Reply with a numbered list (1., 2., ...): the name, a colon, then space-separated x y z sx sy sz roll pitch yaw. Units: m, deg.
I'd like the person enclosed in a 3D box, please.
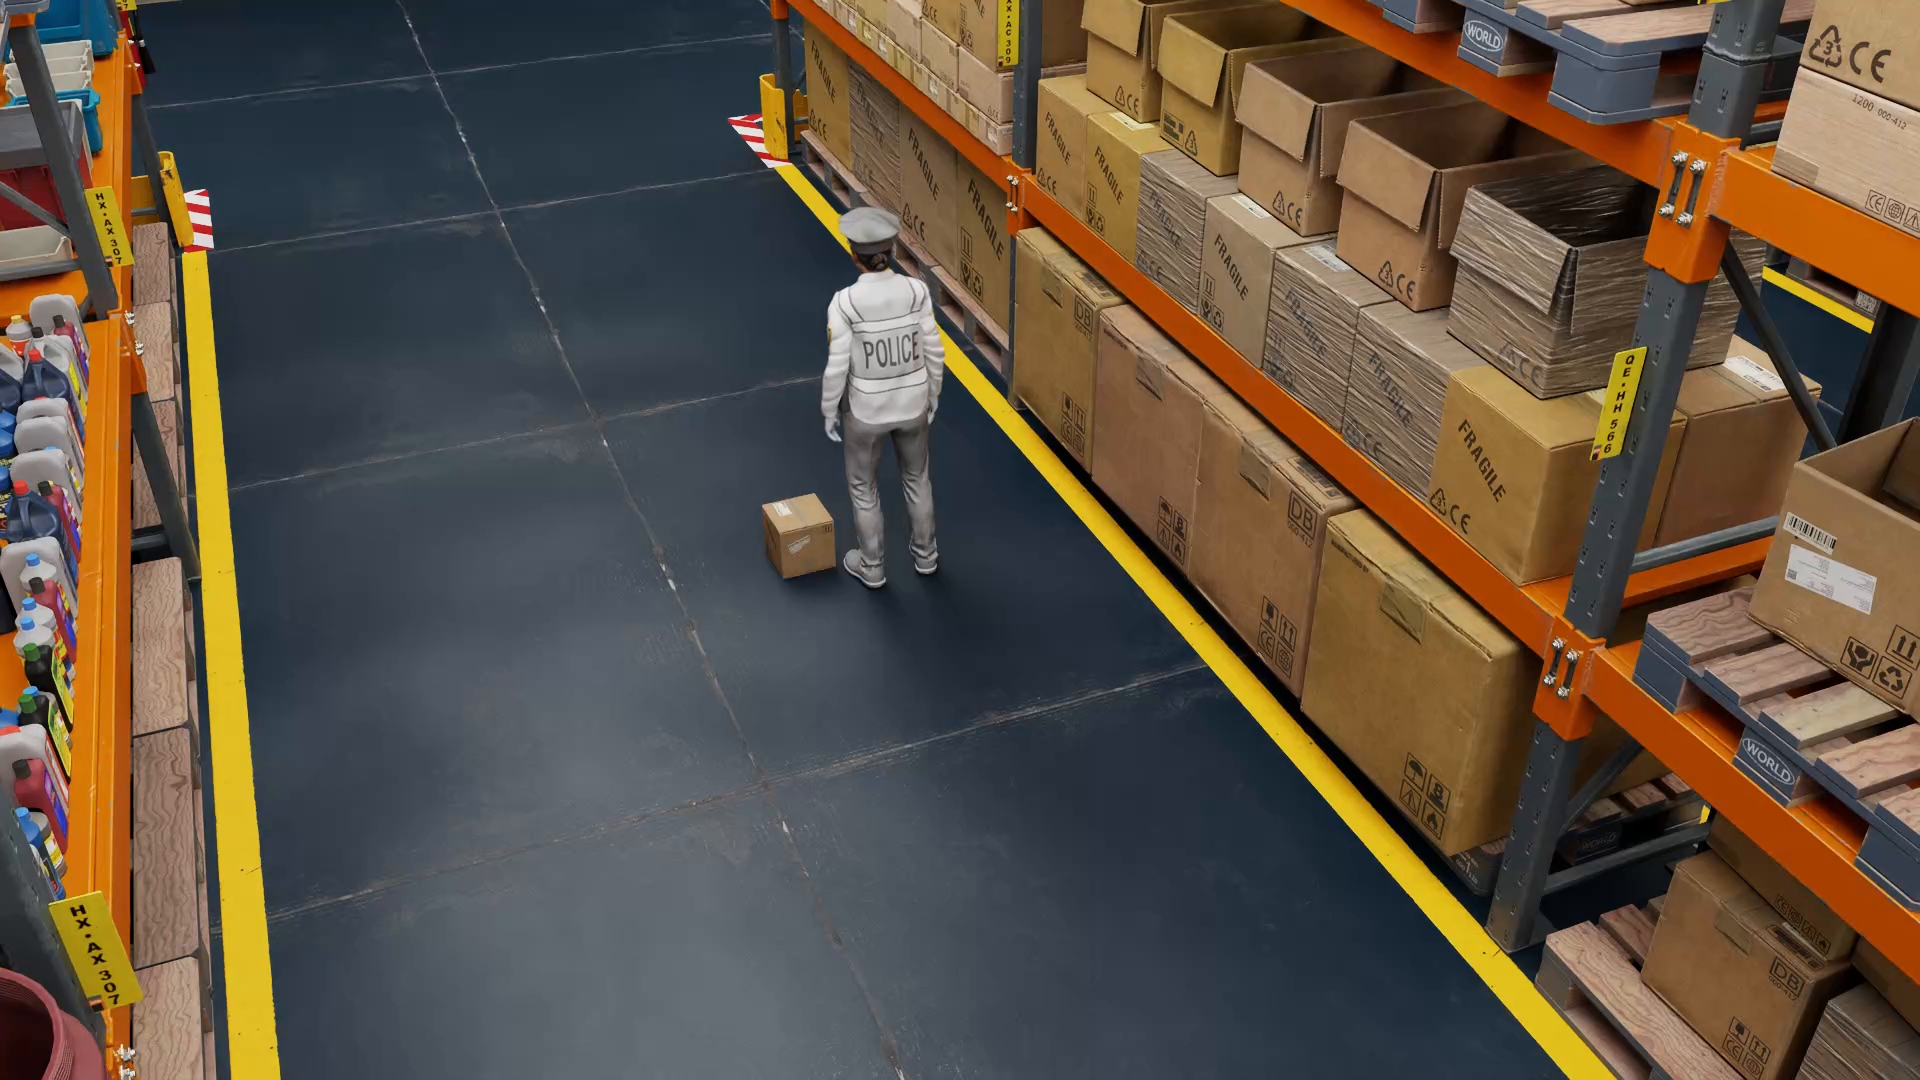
1. person: -0.322 -0.556 6.971 0.529 1.664 0.374 -12 36 -18
